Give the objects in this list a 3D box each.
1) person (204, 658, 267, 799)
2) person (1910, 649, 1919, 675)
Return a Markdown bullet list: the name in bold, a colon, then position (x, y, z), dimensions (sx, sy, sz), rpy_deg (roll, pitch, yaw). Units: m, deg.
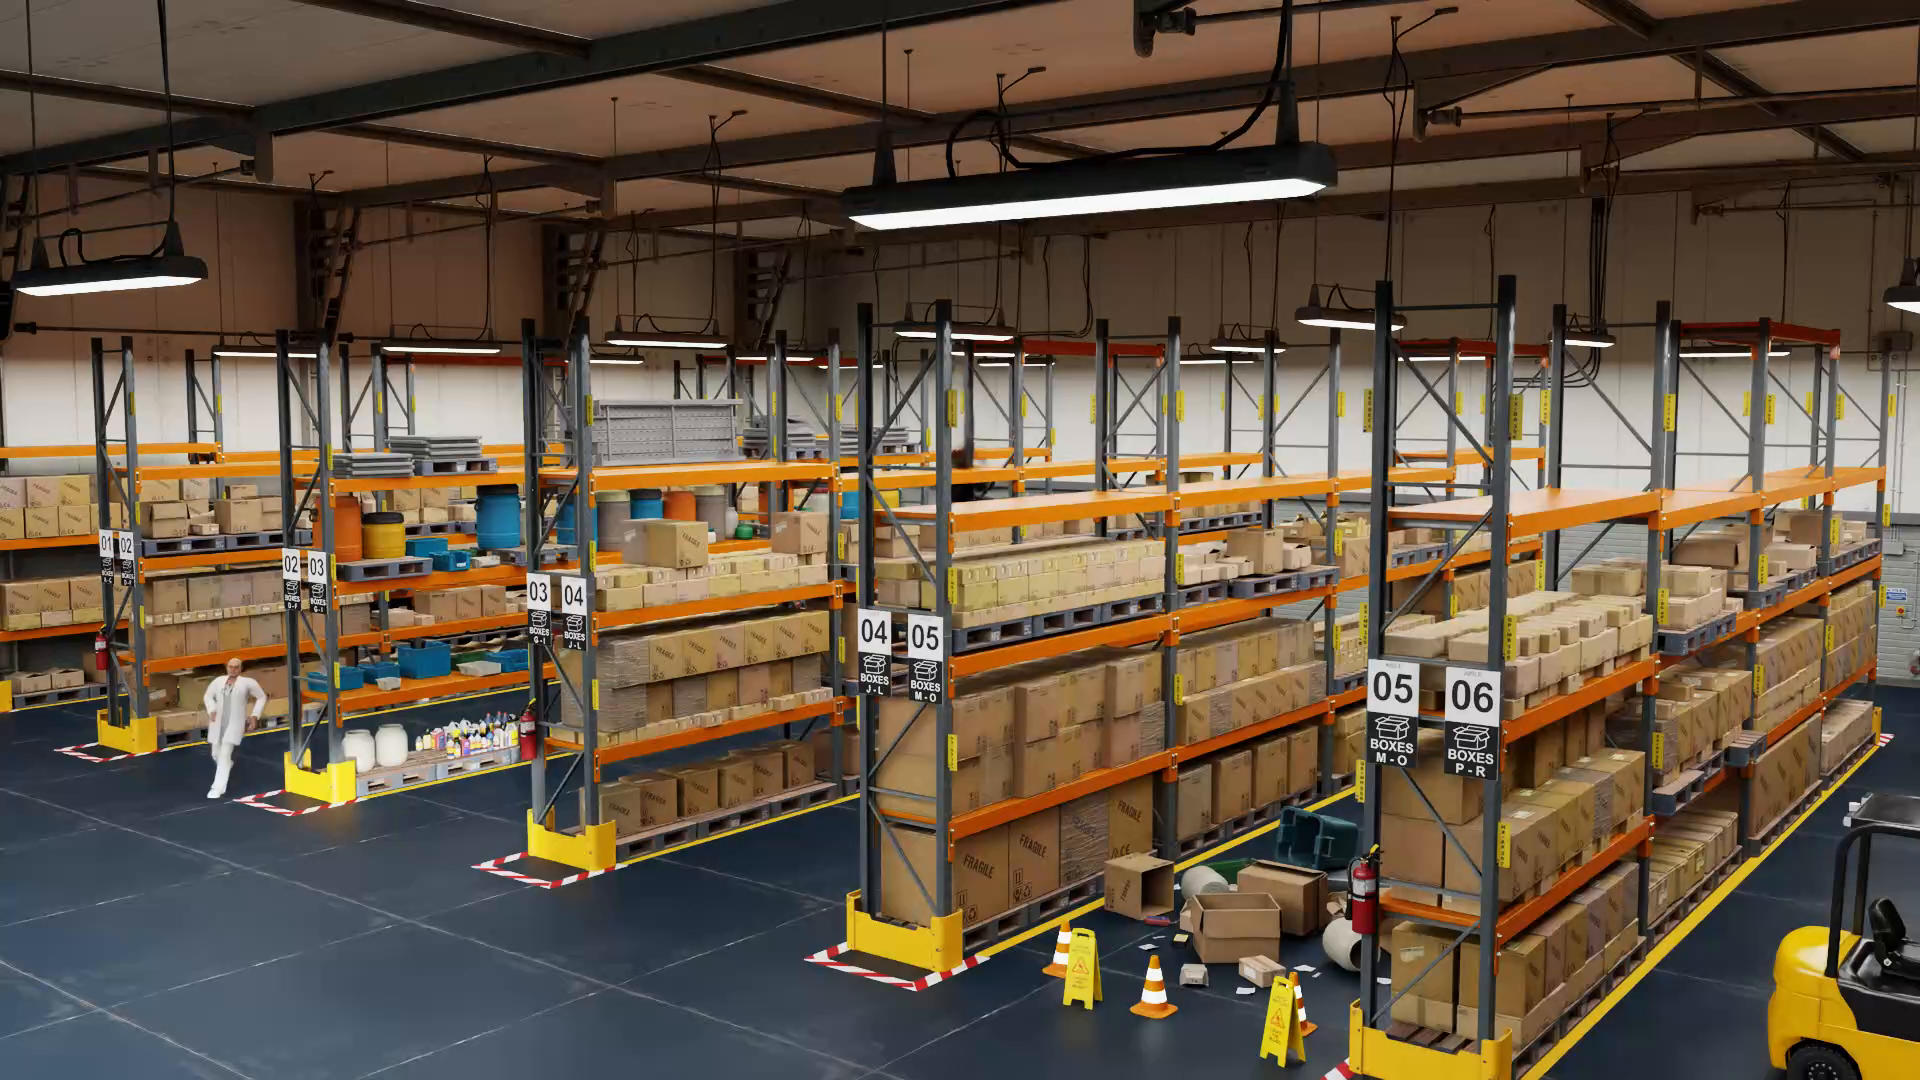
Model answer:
- **person**: position (-9.448, 2.406, 21.648), dimensions (0.777, 1.760, 0.906), rpy_deg (0, 5, -3)
- **person**: position (14.294, 2.171, 24.419), dimensions (0.650, 1.787, 0.664), rpy_deg (1, 5, 9)
